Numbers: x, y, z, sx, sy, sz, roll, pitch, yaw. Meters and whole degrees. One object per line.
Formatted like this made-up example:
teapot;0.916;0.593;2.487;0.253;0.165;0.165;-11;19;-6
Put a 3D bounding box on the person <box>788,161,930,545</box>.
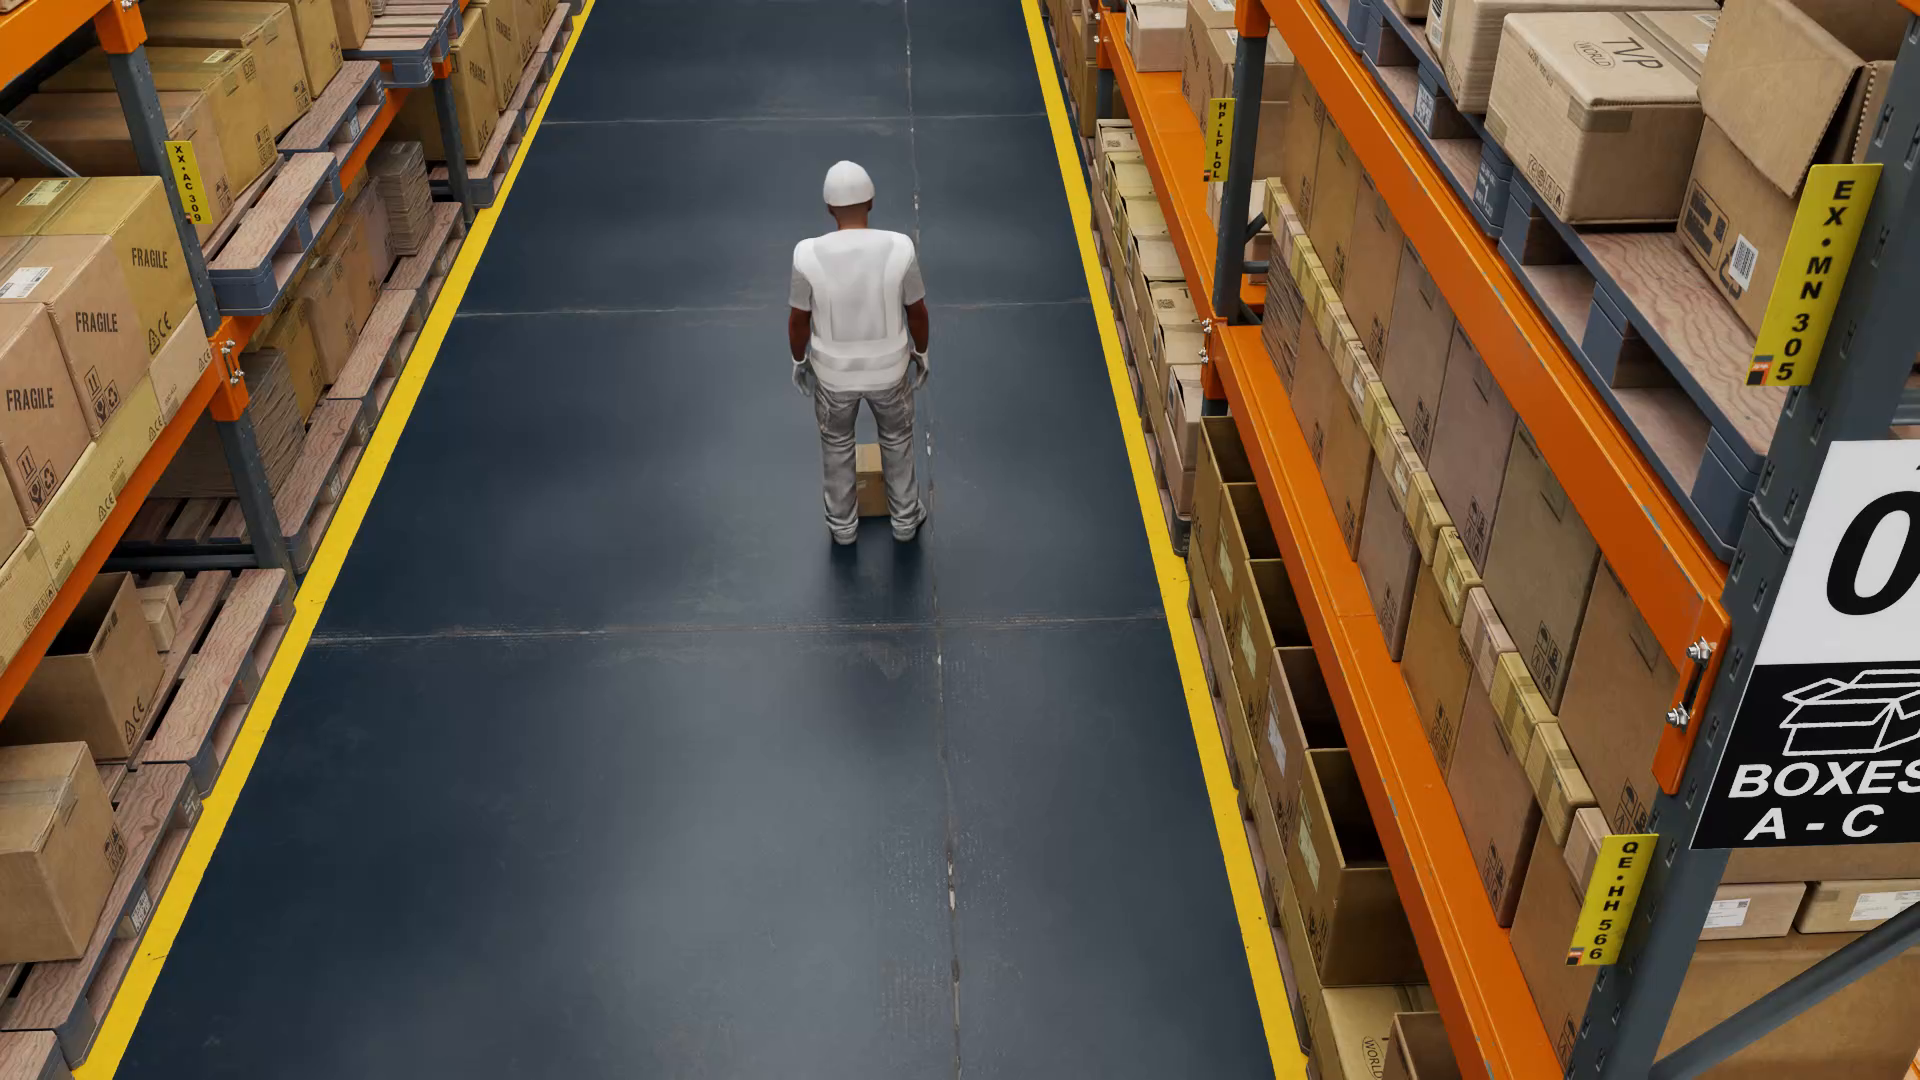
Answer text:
person;-0.433;-0.775;7.246;0.608;1.773;0.449;-3;35;-4
